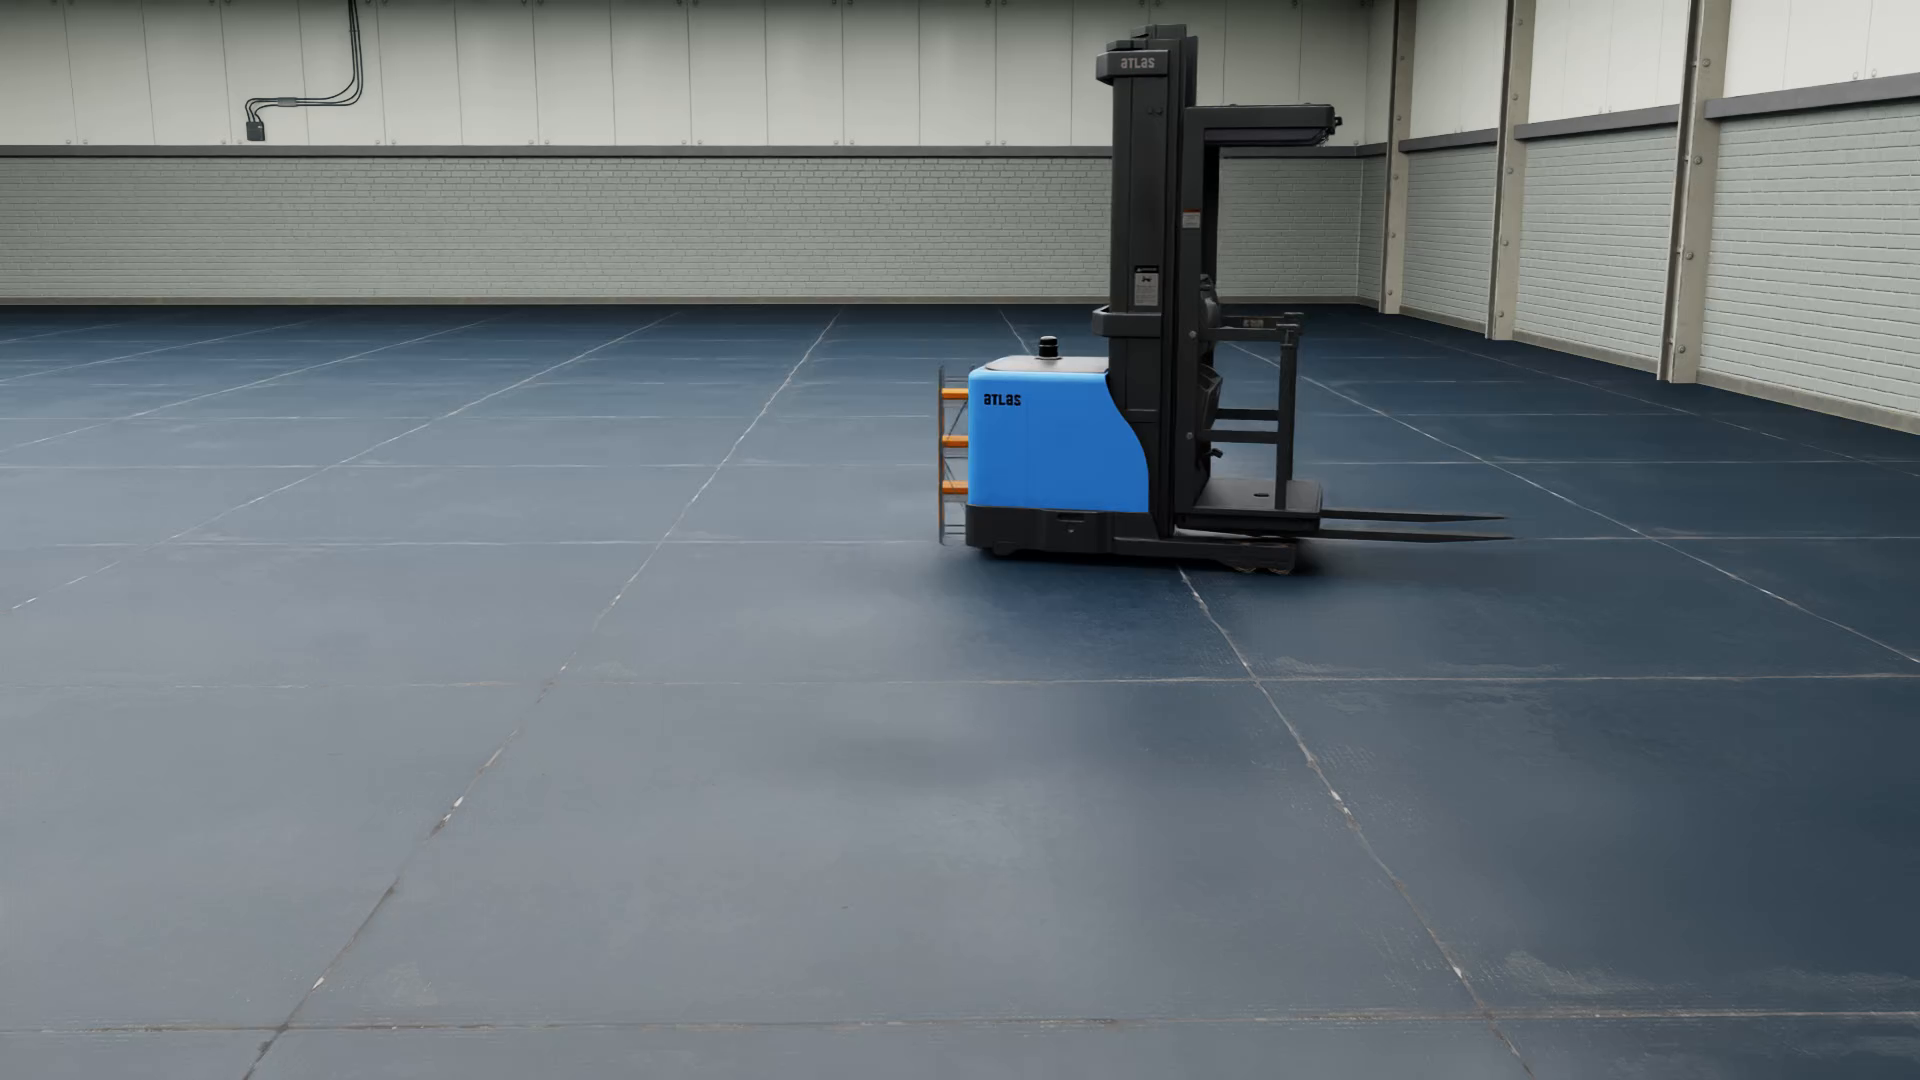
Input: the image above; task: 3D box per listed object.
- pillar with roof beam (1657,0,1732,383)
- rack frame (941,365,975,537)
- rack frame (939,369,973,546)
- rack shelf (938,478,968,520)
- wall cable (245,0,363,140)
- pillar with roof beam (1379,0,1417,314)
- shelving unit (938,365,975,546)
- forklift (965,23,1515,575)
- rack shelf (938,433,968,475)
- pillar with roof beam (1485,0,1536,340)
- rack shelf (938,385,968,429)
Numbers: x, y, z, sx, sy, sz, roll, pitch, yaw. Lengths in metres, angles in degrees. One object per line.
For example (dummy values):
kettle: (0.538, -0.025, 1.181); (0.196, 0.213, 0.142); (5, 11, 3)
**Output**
pillar with roof beam: (3.897, -6.208, 18.028); (9.100, 9.000, 0.400); (0, 11, -1)
rack frame: (-0.012, -0.530, 10.033); (0.200, 1.050, 0.008); (1, 11, 3)
rack frame: (-0.023, -0.482, 9.794); (0.200, 1.050, 0.008); (1, 11, 3)
rack shelf: (-0.018, -0.223, 9.971); (0.215, 0.259, 0.240); (1, 11, 3)
wall cable: (-12.788, -10.776, 31.987); (2.305, 6.003, 0.169); (0, 11, -1)
pillar with roof beam: (3.649, -8.594, 29.786); (9.100, 9.000, 0.400); (0, 11, -1)
shelving unit: (-0.018, -0.506, 9.914); (0.215, 1.050, 0.252); (1, 11, 3)
forklift: (1.604, -1.362, 9.402); (3.031, 2.935, 1.130); (3, 12, 13)
rack shelf: (-0.018, -0.496, 9.916); (0.215, 0.259, 0.240); (1, 11, 3)
pillar with roof beam: (3.773, -7.401, 23.907); (9.100, 9.000, 0.400); (0, 11, -1)
rack shelf: (-0.018, -0.774, 9.859); (0.215, 0.259, 0.240); (1, 11, 3)
